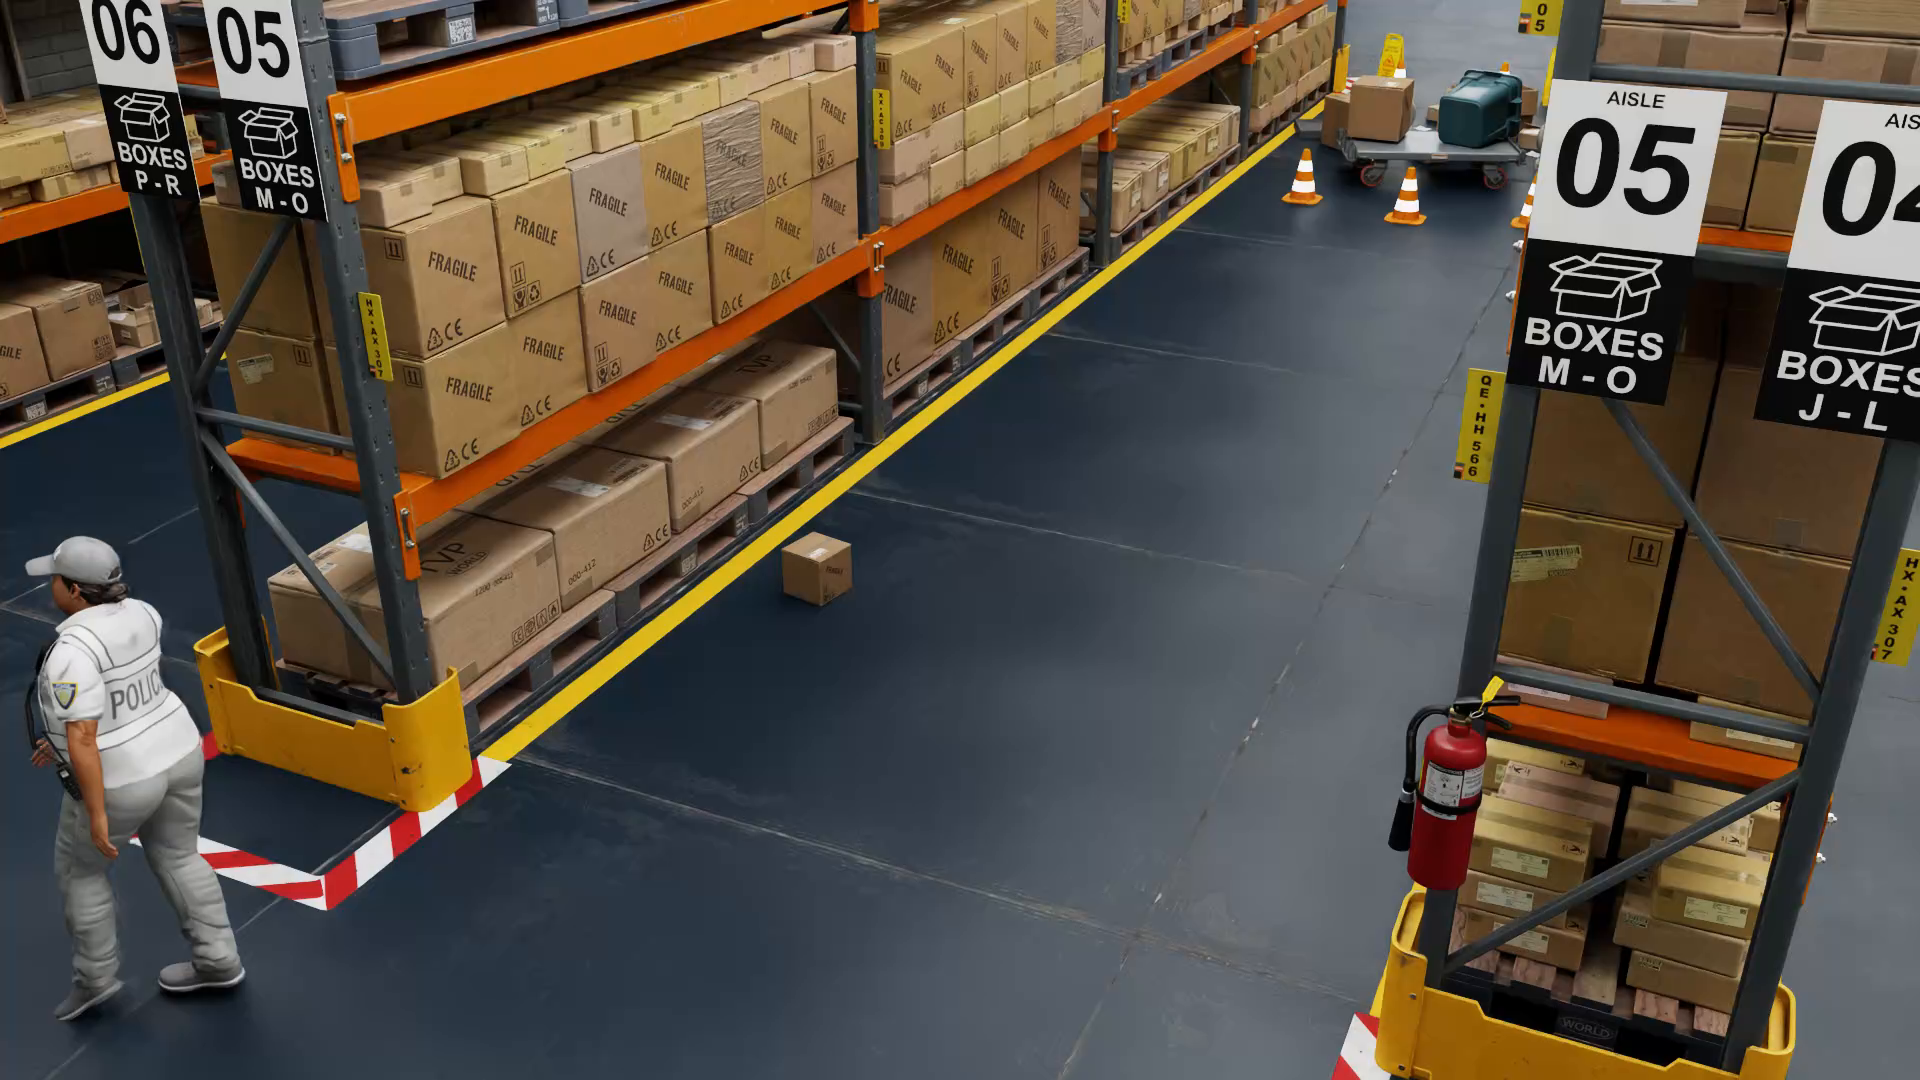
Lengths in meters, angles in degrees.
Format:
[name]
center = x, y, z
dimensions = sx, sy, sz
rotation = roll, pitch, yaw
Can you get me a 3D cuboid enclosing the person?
[person]
center = -2.795, 0.814, 5.519
dimensions = 0.634, 1.706, 0.590
rotation = 7, 27, 13
